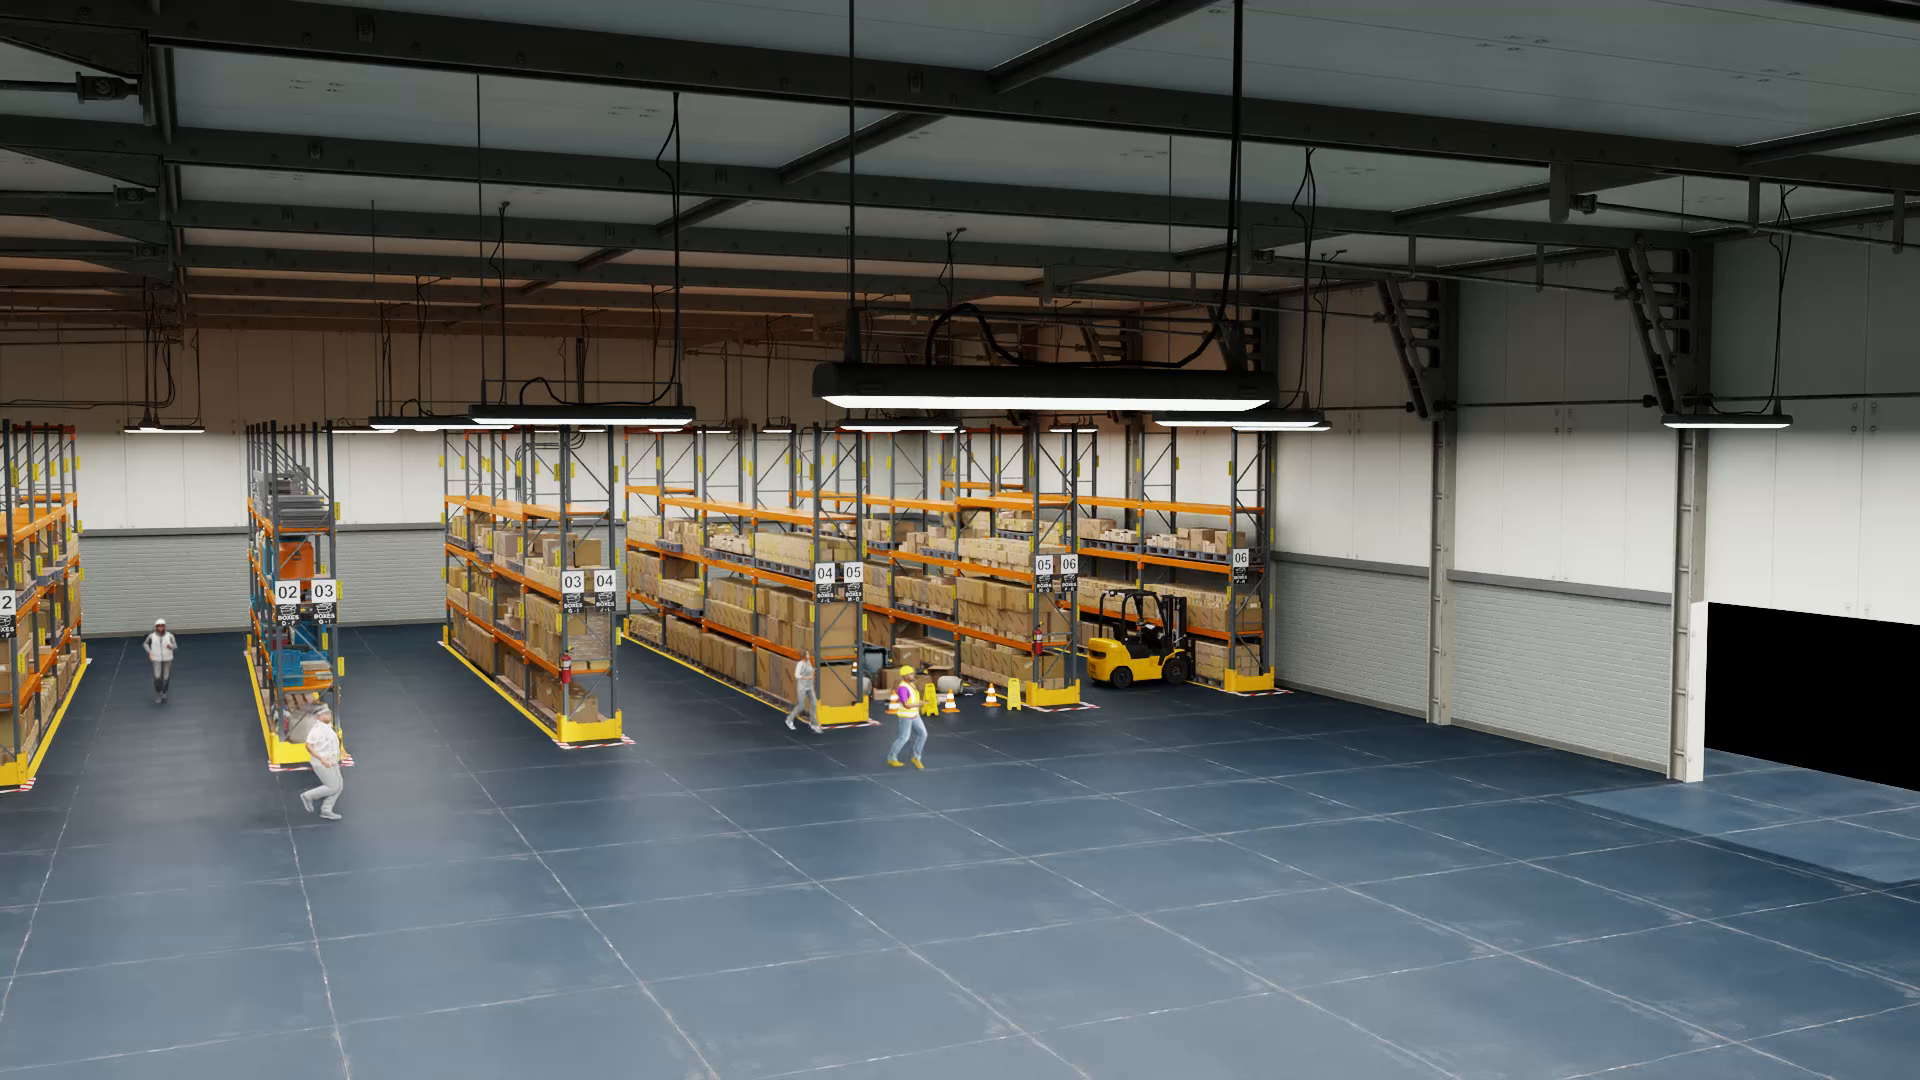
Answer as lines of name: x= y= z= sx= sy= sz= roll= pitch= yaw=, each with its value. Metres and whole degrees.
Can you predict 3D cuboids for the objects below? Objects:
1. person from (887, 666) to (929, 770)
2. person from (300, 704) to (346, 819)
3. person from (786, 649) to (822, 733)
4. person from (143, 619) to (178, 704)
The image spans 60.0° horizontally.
person: x=-0.870 y=3.061 z=28.521 sx=0.762 sy=1.820 sz=0.675 roll=1 pitch=4 yaw=21
person: x=-9.516 y=3.312 z=24.849 sx=0.603 sy=1.741 sz=0.665 roll=0 pitch=4 yaw=-2
person: x=-3.011 y=2.911 z=32.120 sx=0.775 sy=1.605 sz=0.544 roll=2 pitch=4 yaw=31
person: x=-17.160 y=2.611 z=35.738 sx=0.636 sy=1.820 sz=0.710 roll=-2 pitch=4 yaw=-32
